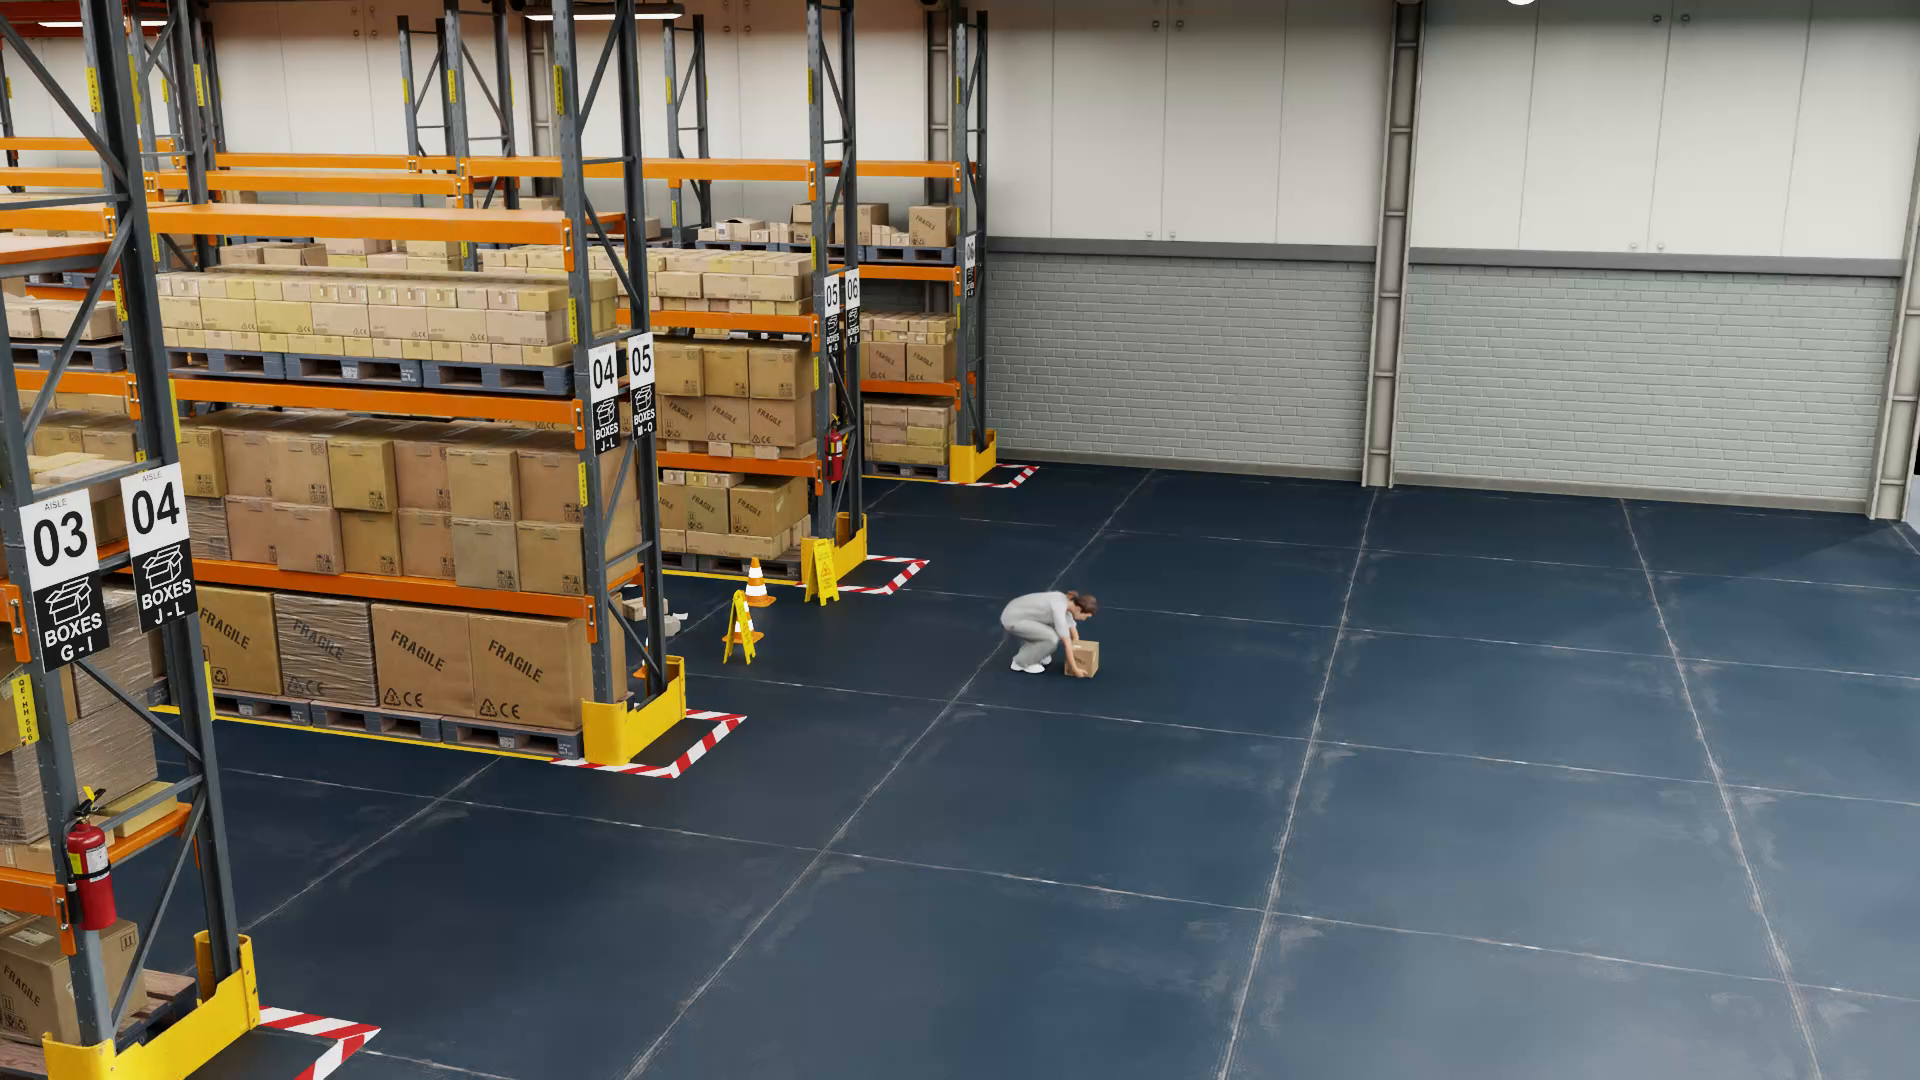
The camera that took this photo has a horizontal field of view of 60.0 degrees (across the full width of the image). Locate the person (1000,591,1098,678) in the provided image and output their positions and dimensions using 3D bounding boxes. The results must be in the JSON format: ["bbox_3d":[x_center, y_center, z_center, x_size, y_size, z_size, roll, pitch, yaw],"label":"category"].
[{"bbox_3d":[0.794,0.799,14.826,0.858,0.768,0.458,4,16,15],"label":"person"}]
